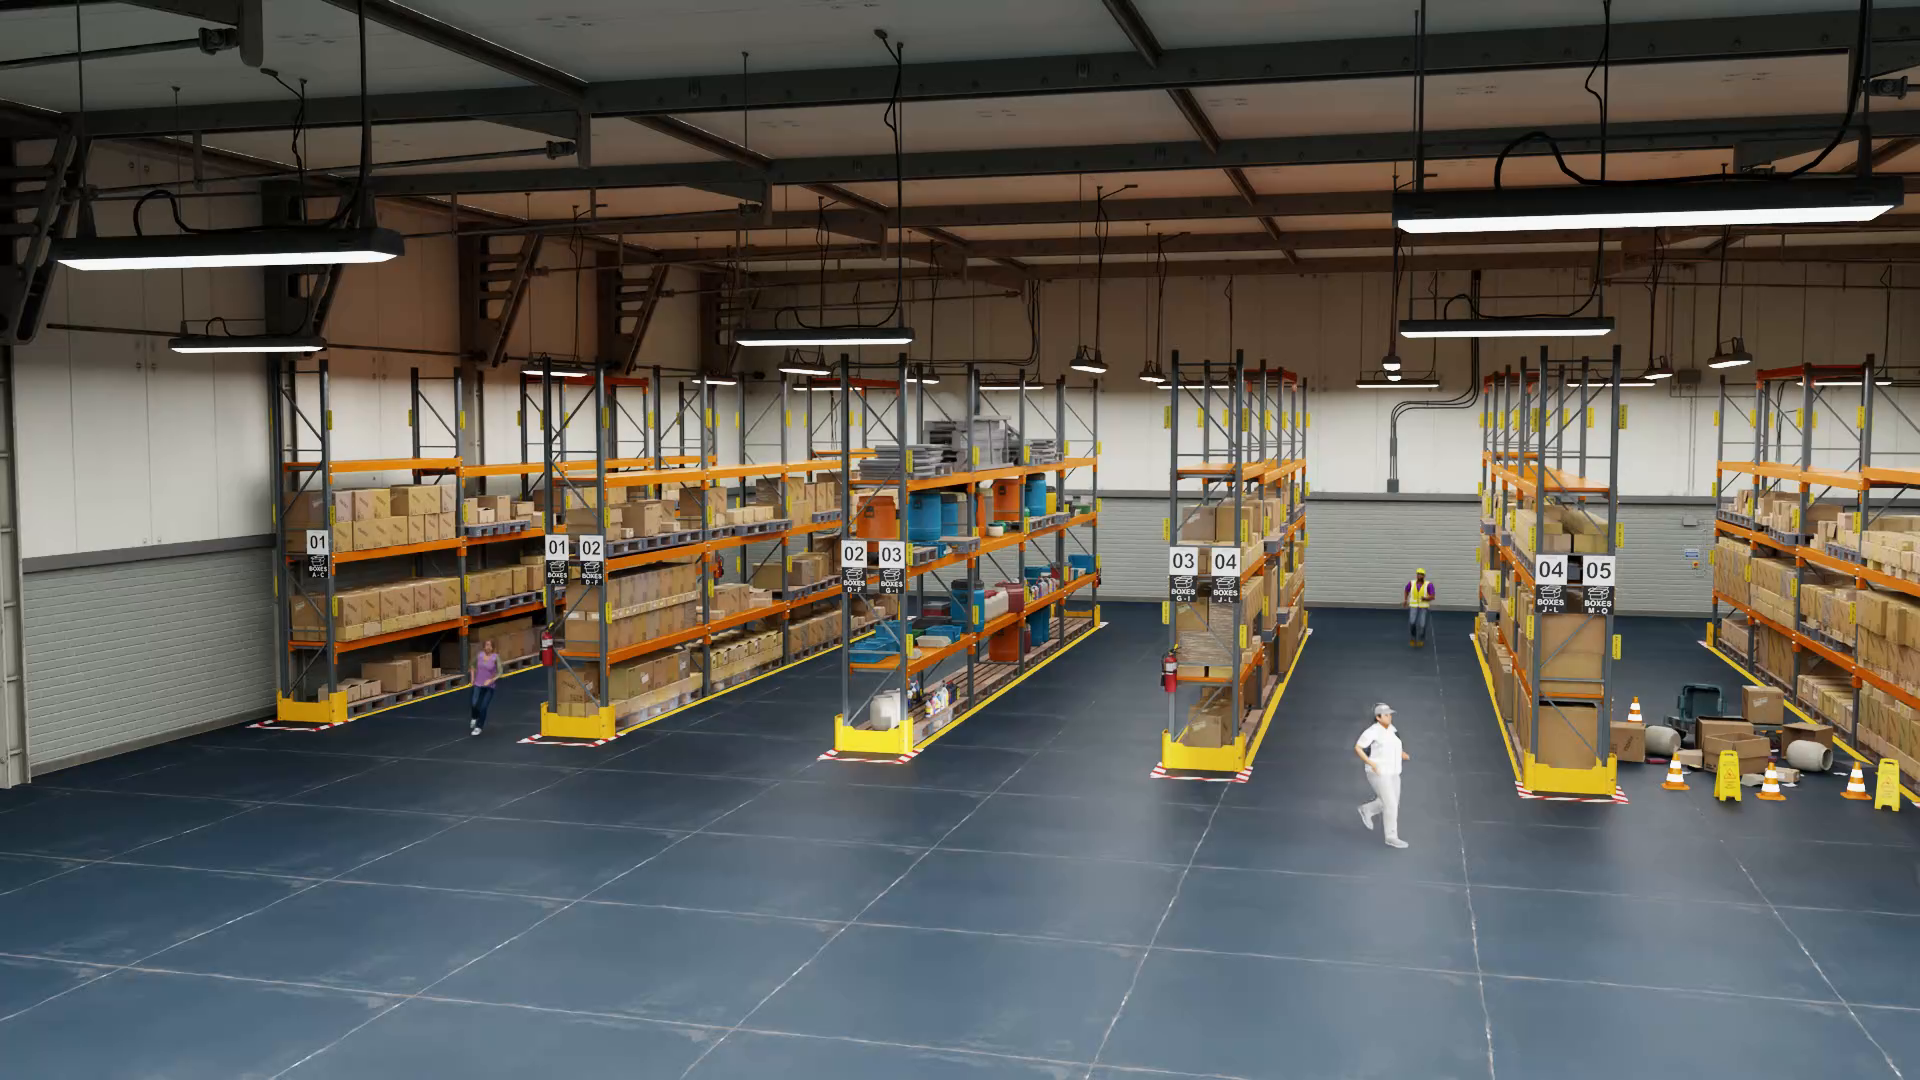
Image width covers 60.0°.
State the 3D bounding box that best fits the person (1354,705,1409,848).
[{"bbox_3d":[5.005,2.764,19.732,0.621,1.636,0.842,-3,5,-36],"label":"person"}]

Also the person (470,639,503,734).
[{"bbox_3d":[-7.545,2.341,26.447,0.567,1.525,0.493,0,4,-3],"label":"person"}]

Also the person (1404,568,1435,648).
[{"bbox_3d":[10.080,1.496,36.539,0.679,1.757,0.688,2,4,21],"label":"person"}]
